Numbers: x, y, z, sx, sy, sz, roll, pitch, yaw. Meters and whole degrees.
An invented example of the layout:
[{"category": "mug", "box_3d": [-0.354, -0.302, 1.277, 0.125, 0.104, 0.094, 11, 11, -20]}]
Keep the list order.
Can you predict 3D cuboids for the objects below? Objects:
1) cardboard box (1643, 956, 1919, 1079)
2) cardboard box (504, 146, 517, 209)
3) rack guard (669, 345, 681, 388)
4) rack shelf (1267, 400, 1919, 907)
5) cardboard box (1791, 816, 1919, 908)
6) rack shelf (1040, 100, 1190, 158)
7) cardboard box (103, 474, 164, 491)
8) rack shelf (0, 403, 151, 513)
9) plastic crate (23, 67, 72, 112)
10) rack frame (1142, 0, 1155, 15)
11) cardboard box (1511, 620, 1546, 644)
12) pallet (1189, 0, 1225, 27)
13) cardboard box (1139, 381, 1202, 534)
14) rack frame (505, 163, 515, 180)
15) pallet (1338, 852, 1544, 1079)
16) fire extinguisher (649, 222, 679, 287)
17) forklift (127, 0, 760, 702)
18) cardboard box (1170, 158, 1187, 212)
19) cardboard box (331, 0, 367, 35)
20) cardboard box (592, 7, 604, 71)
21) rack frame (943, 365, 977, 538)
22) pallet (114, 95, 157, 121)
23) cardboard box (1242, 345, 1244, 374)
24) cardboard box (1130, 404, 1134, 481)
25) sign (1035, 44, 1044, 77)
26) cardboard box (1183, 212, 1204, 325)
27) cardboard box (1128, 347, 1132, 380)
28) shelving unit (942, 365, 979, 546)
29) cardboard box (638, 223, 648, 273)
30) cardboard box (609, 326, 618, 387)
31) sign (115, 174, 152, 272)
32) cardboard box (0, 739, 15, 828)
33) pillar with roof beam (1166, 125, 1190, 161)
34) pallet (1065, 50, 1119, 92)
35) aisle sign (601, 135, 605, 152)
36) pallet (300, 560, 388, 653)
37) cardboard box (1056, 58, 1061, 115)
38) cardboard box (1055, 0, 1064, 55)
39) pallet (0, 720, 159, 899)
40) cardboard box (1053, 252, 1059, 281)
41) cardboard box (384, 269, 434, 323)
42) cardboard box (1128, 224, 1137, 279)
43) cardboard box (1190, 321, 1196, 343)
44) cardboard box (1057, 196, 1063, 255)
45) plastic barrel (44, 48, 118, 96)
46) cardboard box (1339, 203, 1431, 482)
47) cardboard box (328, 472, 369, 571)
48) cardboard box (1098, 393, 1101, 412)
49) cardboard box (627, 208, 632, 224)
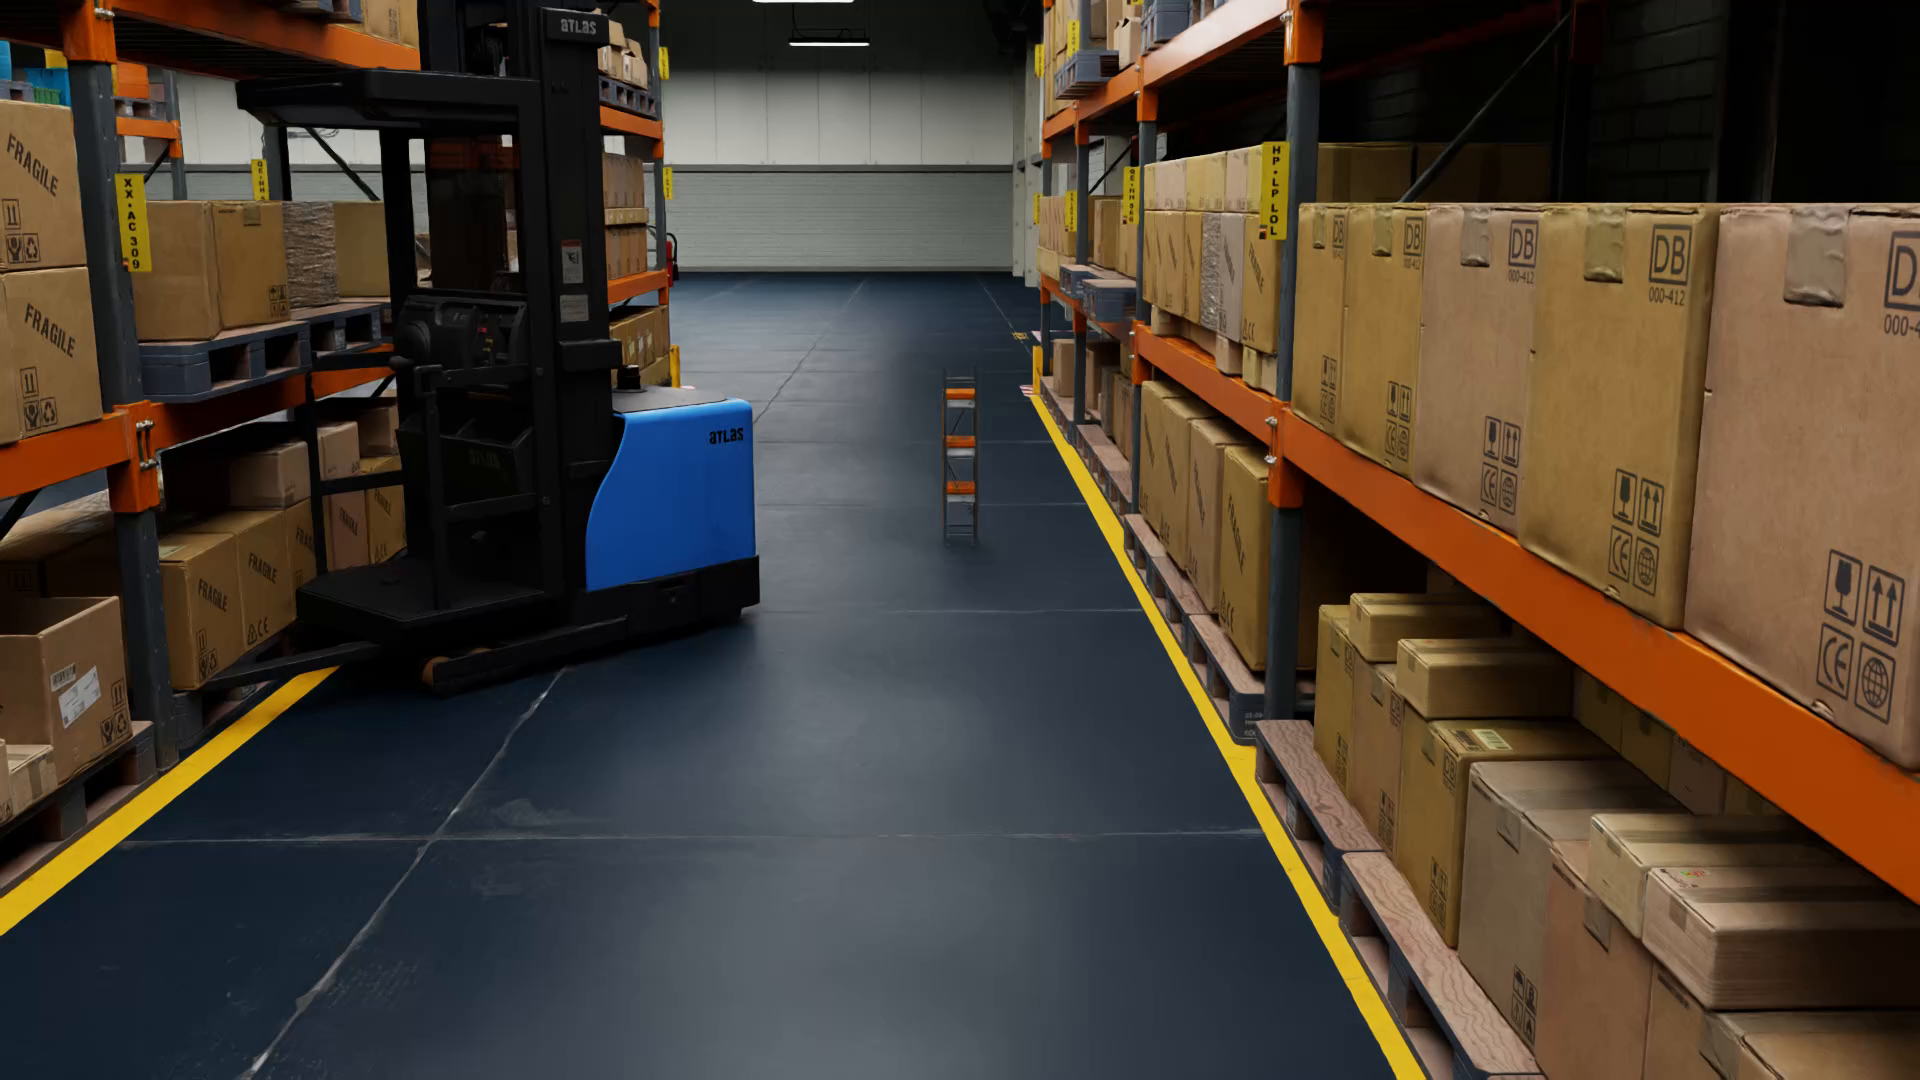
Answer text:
[{"category": "cardboard box", "box_3d": [1.584, 1.012, 2.758, 0.700, 0.500, 0.500, 0, 11, -1]}, {"category": "cardboard box", "box_3d": [-3.518, -3.006, 13.817, 0.700, 0.500, 0.500, 0, 11, -1]}, {"category": "rack guard", "box_3d": [-3.586, -1.808, 17.713, 1.175, 0.500, 0.348, 0, 11, -1]}, {"category": "rack shelf", "box_3d": [1.657, 0.086, 3.898, 1.077, 0.370, 4.000, 0, 11, -1]}, {"category": "cardboard box", "box_3d": [1.775, 0.617, 3.071, 0.380, 0.149, 0.250, 0, 11, -1]}, {"category": "rack shelf", "box_3d": [1.409, -3.769, 15.358, 1.077, 0.370, 4.000, 0, 11, -1]}, {"category": "cardboard box", "box_3d": [-3.658, -0.029, 7.839, 0.500, 0.500, 0.500, -1, 11, -3]}, {"category": "rack shelf", "box_3d": [-3.296, 0.107, 3.794, 1.077, 0.370, 4.000, 0, 11, -1]}, {"category": "plastic crate", "box_3d": [-8.197, -4.093, 15.185, 0.392, 0.384, 0.575, 0, 11, -1]}, {"category": "rack frame", "box_3d": [1.533, -4.399, 9.109, 1.000, 3.000, 0.127, 0, 11, -1]}, {"category": "cardboard box", "box_3d": [1.743, 0.314, 4.566, 0.380, 0.149, 0.250, -1, 11, -3]}, {"category": "pallet", "box_3d": [1.625, -2.486, 7.701, 1.003, 0.211, 1.213, 0, 11, 1]}, {"category": "cardboard box", "box_3d": [1.417, -0.464, 9.155, 0.750, 0.750, 0.750, 0, 11, -2]}, {"category": "rack frame", "box_3d": [-3.502, -2.233, 13.521, 1.000, 3.000, 0.127, 0, 11, -1]}, {"category": "pallet", "box_3d": [1.581, 1.097, 4.119, 1.003, 0.211, 1.213, 0, 11, -1]}, {"category": "fire extinguisher", "box_3d": [-3.123, -3.016, 17.573, 0.296, 0.674, 0.183, 0, 11, -1]}, {"category": "forklift", "box_3d": [-2.329, -0.902, 7.133, 1.130, 2.935, 3.031, 10, 15, 40]}, {"category": "cardboard box", "box_3d": [1.311, -1.733, 8.123, 0.500, 0.250, 0.500, 0, 11, -1]}, {"category": "cardboard box", "box_3d": [-3.356, -2.666, 7.858, 0.910, 0.500, 0.500, 0, 11, -1]}, {"category": "cardboard box", "box_3d": [-3.249, -4.128, 13.656, 0.500, 0.500, 0.500, 1, 11, 4]}, {"category": "rack frame", "box_3d": [-0.001, -0.528, 10.022, 0.200, 1.050, 0.008, 0, 11, -1]}, {"category": "pallet", "box_3d": [-8.618, -4.221, 16.252, 1.003, 0.211, 1.213, 0, 11, -1]}, {"category": "cardboard box", "box_3d": [1.336, -0.718, 6.636, 0.380, 0.149, 0.250, 0, 11, 1]}, {"category": "cardboard box", "box_3d": [1.466, -0.592, 10.615, 0.700, 0.500, 0.500, 0, 11, 0]}, {"category": "sign", "box_3d": [0.825, -4.945, 17.148, 0.100, 0.325, 0.005, 0, 11, -1]}, {"category": "cardboard box", "box_3d": [1.316, -1.260, 7.674, 0.500, 0.500, 0.500, 0, 11, 0]}, {"category": "cardboard box", "box_3d": [1.509, -1.275, 12.093, 0.500, 0.250, 0.500, -1, 11, -3]}, {"category": "shelving unit", "box_3d": [0.001, -0.504, 9.902, 0.215, 1.050, 0.252, 0, 11, -1]}, {"category": "cardboard box", "box_3d": [-3.588, -2.984, 16.973, 0.700, 0.500, 0.500, 0, 11, -1]}, {"category": "cardboard box", "box_3d": [-3.199, -1.552, 14.139, 0.500, 0.500, 0.500, 0, 11, -1]}, {"category": "sign", "box_3d": [-2.795, -1.071, 5.615, 0.100, 0.325, 0.005, 0, 11, -1]}, {"category": "cardboard box", "box_3d": [-3.026, 0.721, 4.619, 0.500, 0.311, 0.500, 0, 11, -1]}, {"category": "pillar with roof beam", "box_3d": [-2.057, -5.836, 16.192, 9.100, 9.000, 0.400, 0, 11, -1]}, {"category": "pallet", "box_3d": [1.381, -3.303, 11.722, 1.213, 0.211, 1.003, 0, 11, -1]}, {"category": "aisle sign", "box_3d": [-3.893, -4.314, 17.240, 0.394, 0.787, 0.004, 0, 11, -1]}, {"category": "pallet", "box_3d": [-3.420, 0.319, 7.954, 1.003, 0.211, 1.213, 0, 11, -1]}, {"category": "cardboard box", "box_3d": [1.147, -4.194, 15.341, 0.500, 0.500, 0.500, 0, 11, 2]}, {"category": "cardboard box", "box_3d": [1.126, -4.584, 14.749, 0.500, 0.500, 0.500, -1, 11, -3]}, {"category": "pallet", "box_3d": [-3.324, 0.861, 5.287, 1.003, 0.211, 1.213, 0, 11, -1]}, {"category": "cardboard box", "box_3d": [1.110, -2.482, 15.077, 0.500, 0.250, 0.500, 0, 11, -1]}, {"category": "cardboard box", "box_3d": [-3.384, -1.467, 9.968, 0.500, 0.311, 0.500, 0, 11, 2]}, {"category": "cardboard box", "box_3d": [1.475, -1.928, 10.660, 0.700, 0.500, 0.500, -1, 12, -7]}, {"category": "cardboard box", "box_3d": [1.368, -1.075, 8.394, 0.380, 0.149, 0.250, 0, 11, 0]}, {"category": "cardboard box", "box_3d": [1.115, -2.750, 14.509, 0.500, 0.500, 0.500, 0, 11, -1]}, {"category": "plastic barrel", "box_3d": [-8.387, -4.550, 15.871, 0.600, 0.588, 0.600, 0, 11, 0]}, {"category": "cardboard box", "box_3d": [1.620, -0.558, 4.510, 0.980, 0.700, 0.700, -1, 11, -3]}, {"category": "cardboard box", "box_3d": [-3.138, -0.036, 7.874, 0.500, 0.500, 0.500, -1, 11, -3]}, {"category": "cardboard box", "box_3d": [1.409, -1.187, 14.387, 0.380, 0.166, 0.250, -2, 12, -9]}, {"category": "cardboard box", "box_3d": [-3.366, -3.115, 15.985, 0.380, 0.149, 0.250, 0, 11, 1]}]
